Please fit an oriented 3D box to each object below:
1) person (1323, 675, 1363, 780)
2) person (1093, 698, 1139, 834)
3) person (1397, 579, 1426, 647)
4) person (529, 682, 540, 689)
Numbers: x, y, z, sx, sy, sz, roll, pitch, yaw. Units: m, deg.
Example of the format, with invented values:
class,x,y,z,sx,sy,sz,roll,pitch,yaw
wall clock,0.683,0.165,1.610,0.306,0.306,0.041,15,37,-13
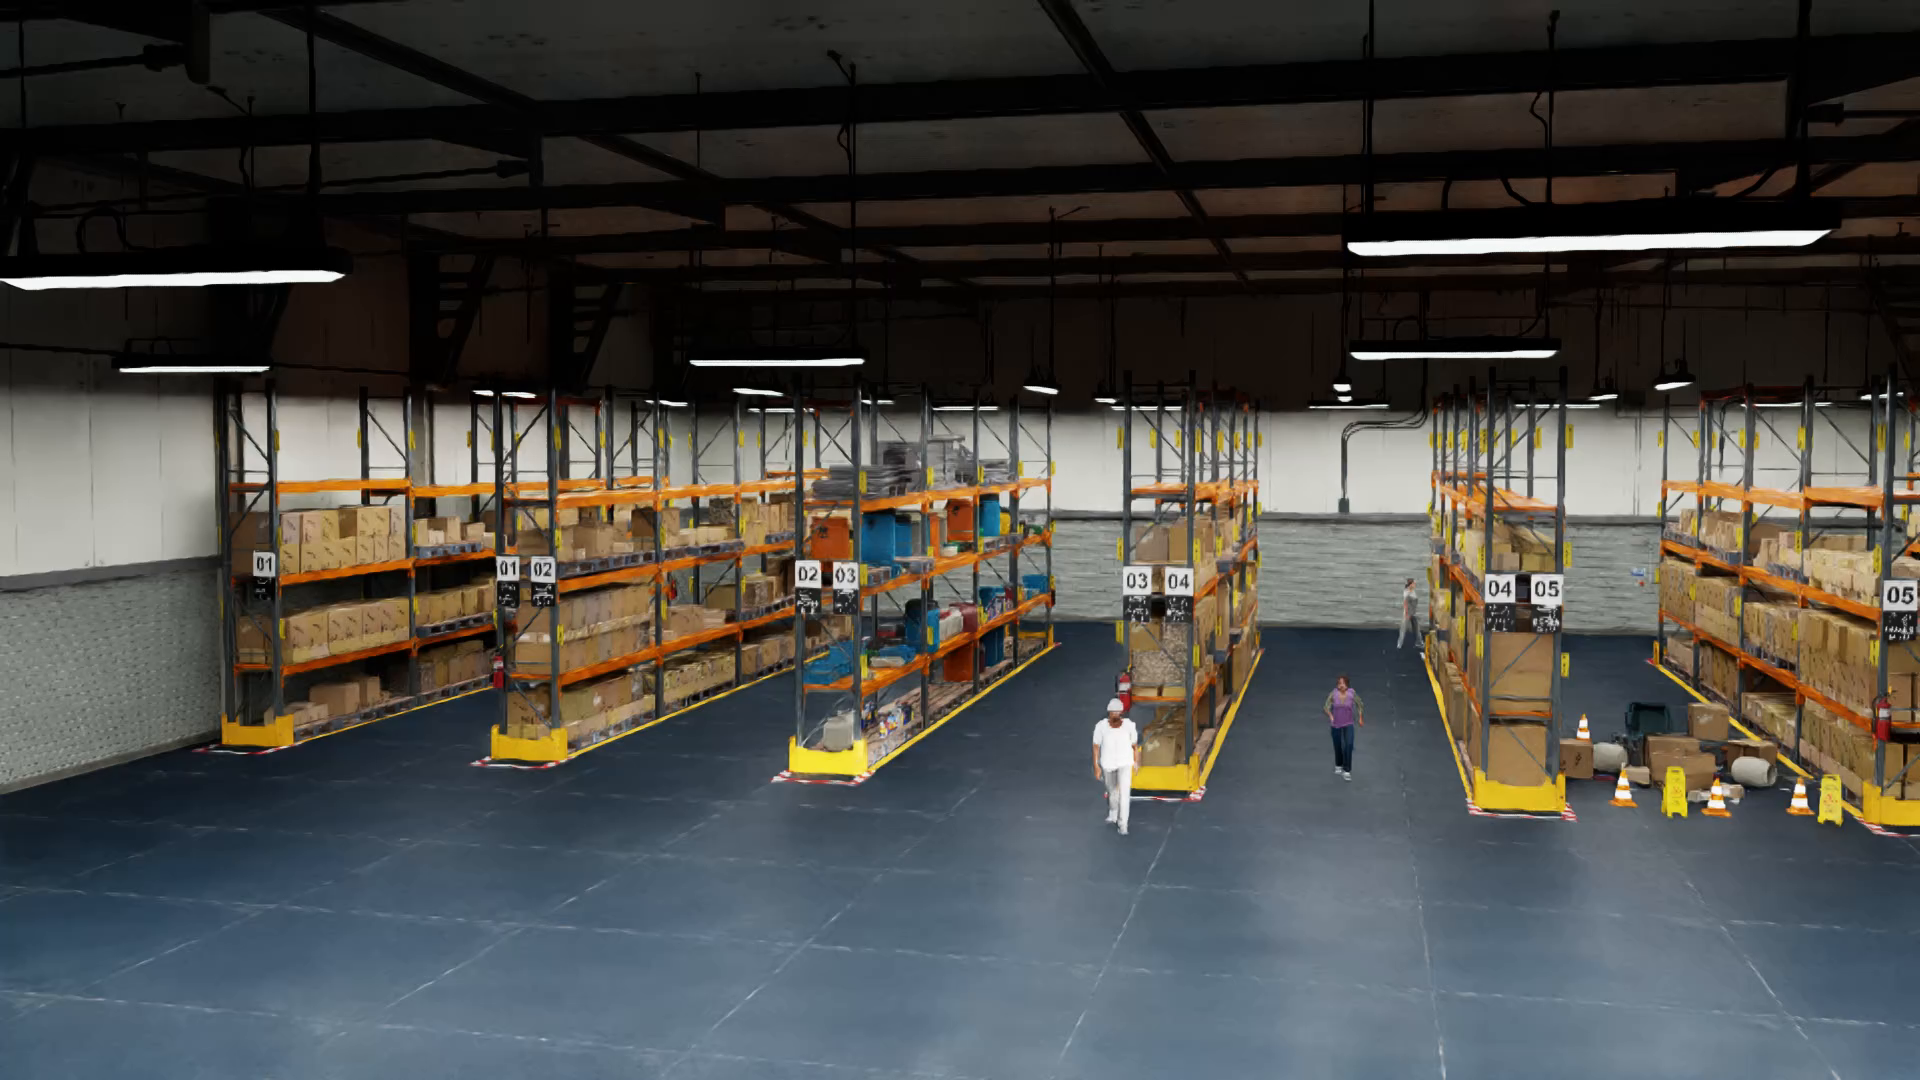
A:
class,x,y,z,sx,sy,sz,roll,pitch,yaw
person,5.704,2.750,24.766,0.562,1.530,0.815,1,4,19
person,1.983,2.861,21.306,0.583,1.686,1.111,1,4,12
person,10.879,1.755,40.073,0.691,1.661,0.564,-3,4,-39
person,-8.606,2.121,33.516,0.603,1.699,1.171,0,3,4
